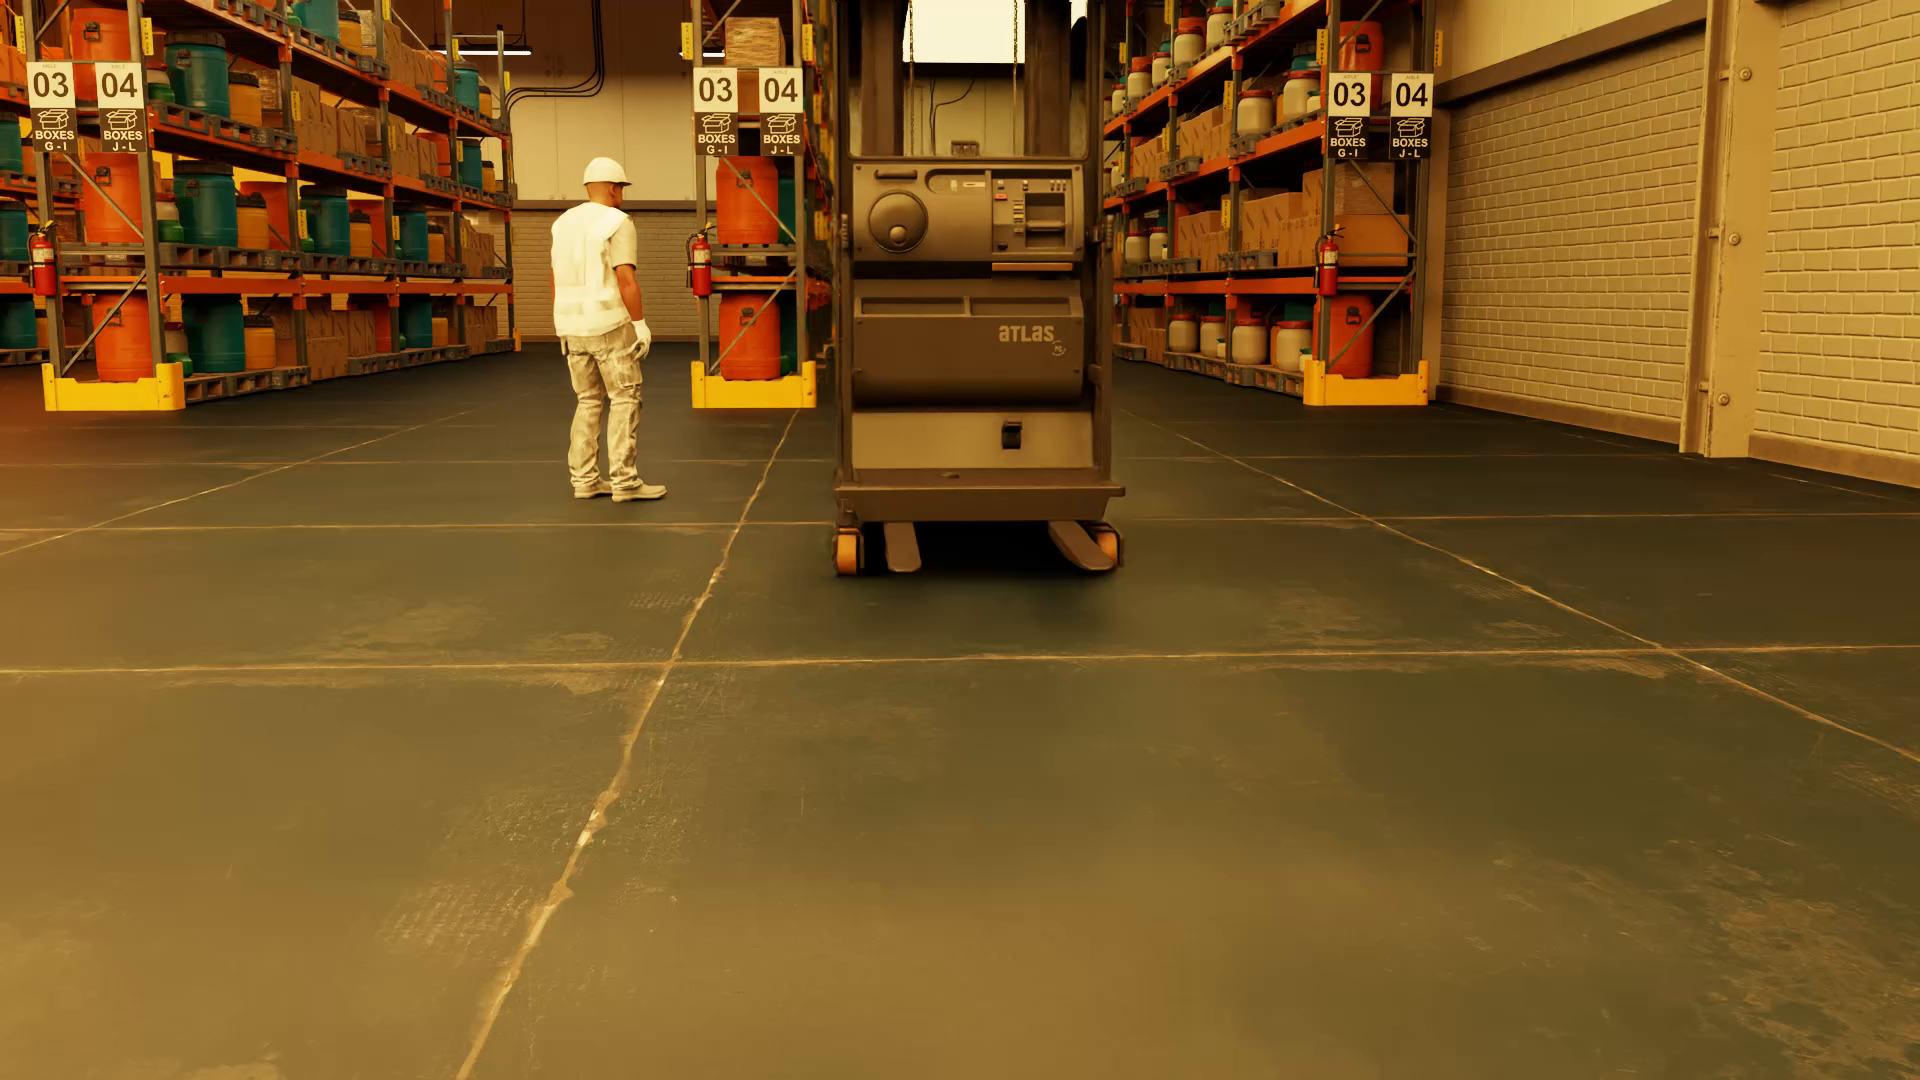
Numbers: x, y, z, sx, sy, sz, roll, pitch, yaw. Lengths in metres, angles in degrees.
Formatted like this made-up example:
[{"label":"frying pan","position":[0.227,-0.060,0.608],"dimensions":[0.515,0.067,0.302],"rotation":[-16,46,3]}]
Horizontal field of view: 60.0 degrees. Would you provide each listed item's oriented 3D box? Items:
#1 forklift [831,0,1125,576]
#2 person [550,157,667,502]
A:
[{"label":"forklift","position":[0.049,-1.359,6.481],"dimensions":[1.130,2.935,3.031],"rotation":[0,8,-3]},{"label":"person","position":[-1.866,-1.100,8.696],"dimensions":[0.617,1.772,0.453],"rotation":[6,10,35]}]
